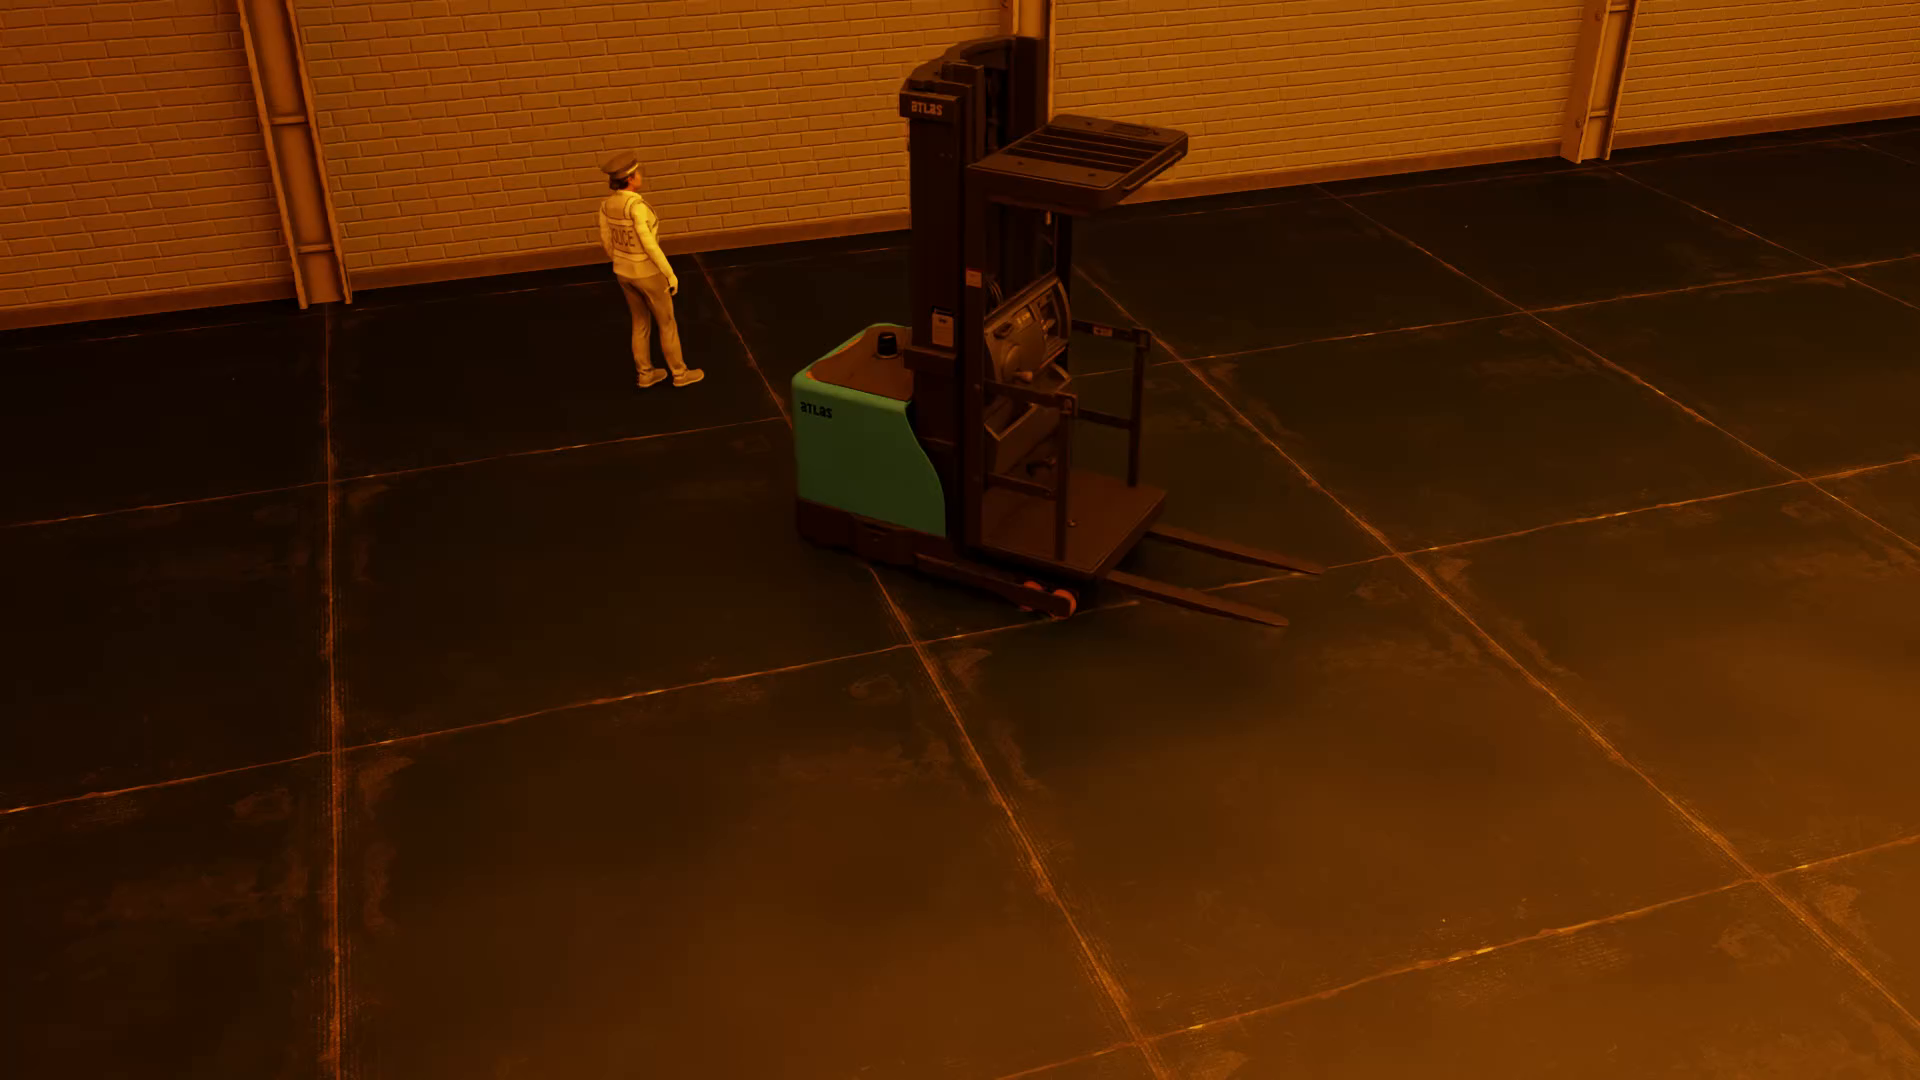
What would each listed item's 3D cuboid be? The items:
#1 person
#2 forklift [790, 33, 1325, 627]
[{"bbox_3d":[-2.167,-1.885,11.609,0.619,1.691,0.488,20,35,31],"label":"person"},{"bbox_3d":[0.554,-1.130,9.050,3.031,2.935,1.130,15,33,25],"label":"forklift"}]
